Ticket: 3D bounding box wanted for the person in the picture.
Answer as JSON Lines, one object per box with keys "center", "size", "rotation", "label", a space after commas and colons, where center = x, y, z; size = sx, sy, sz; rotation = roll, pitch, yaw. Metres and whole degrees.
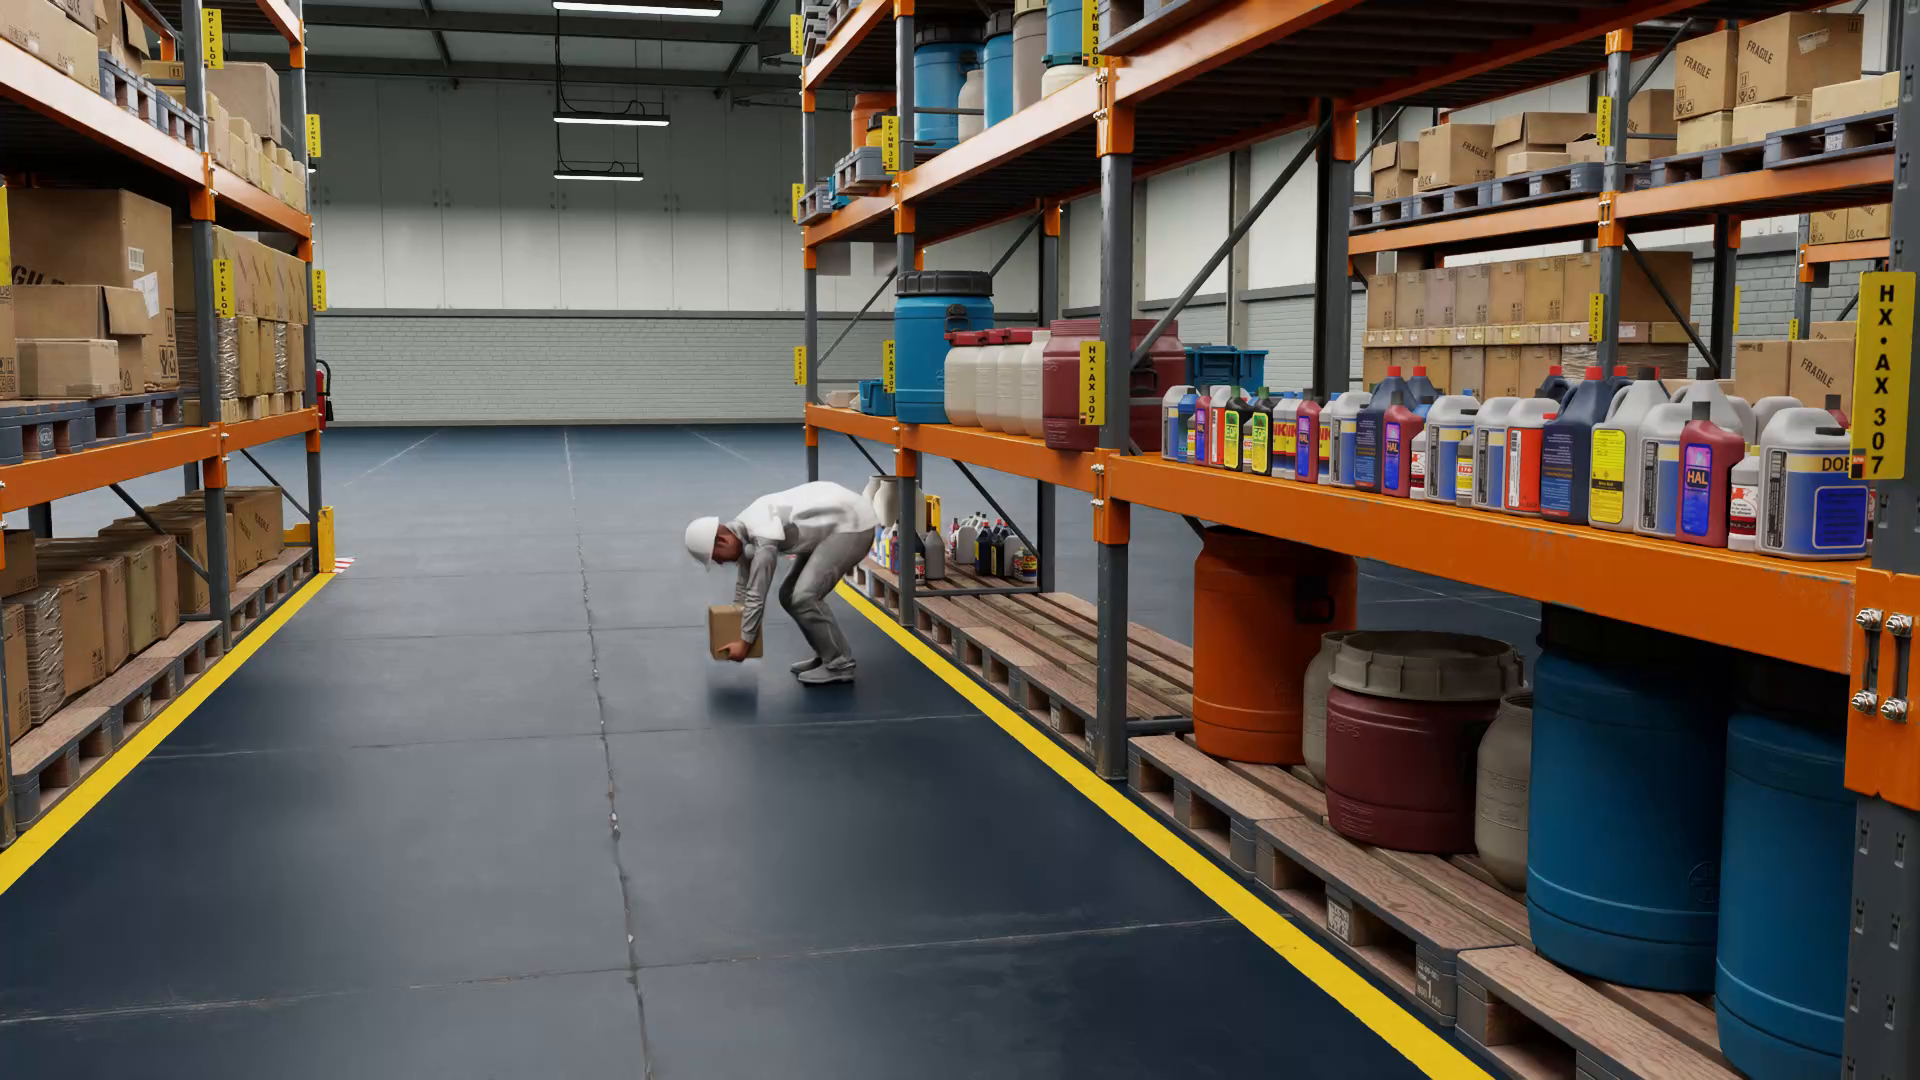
{"center": [-0.930, 0.220, 8.703], "size": [1.005, 1.041, 0.496], "rotation": [-2, 6, -16], "label": "person"}
